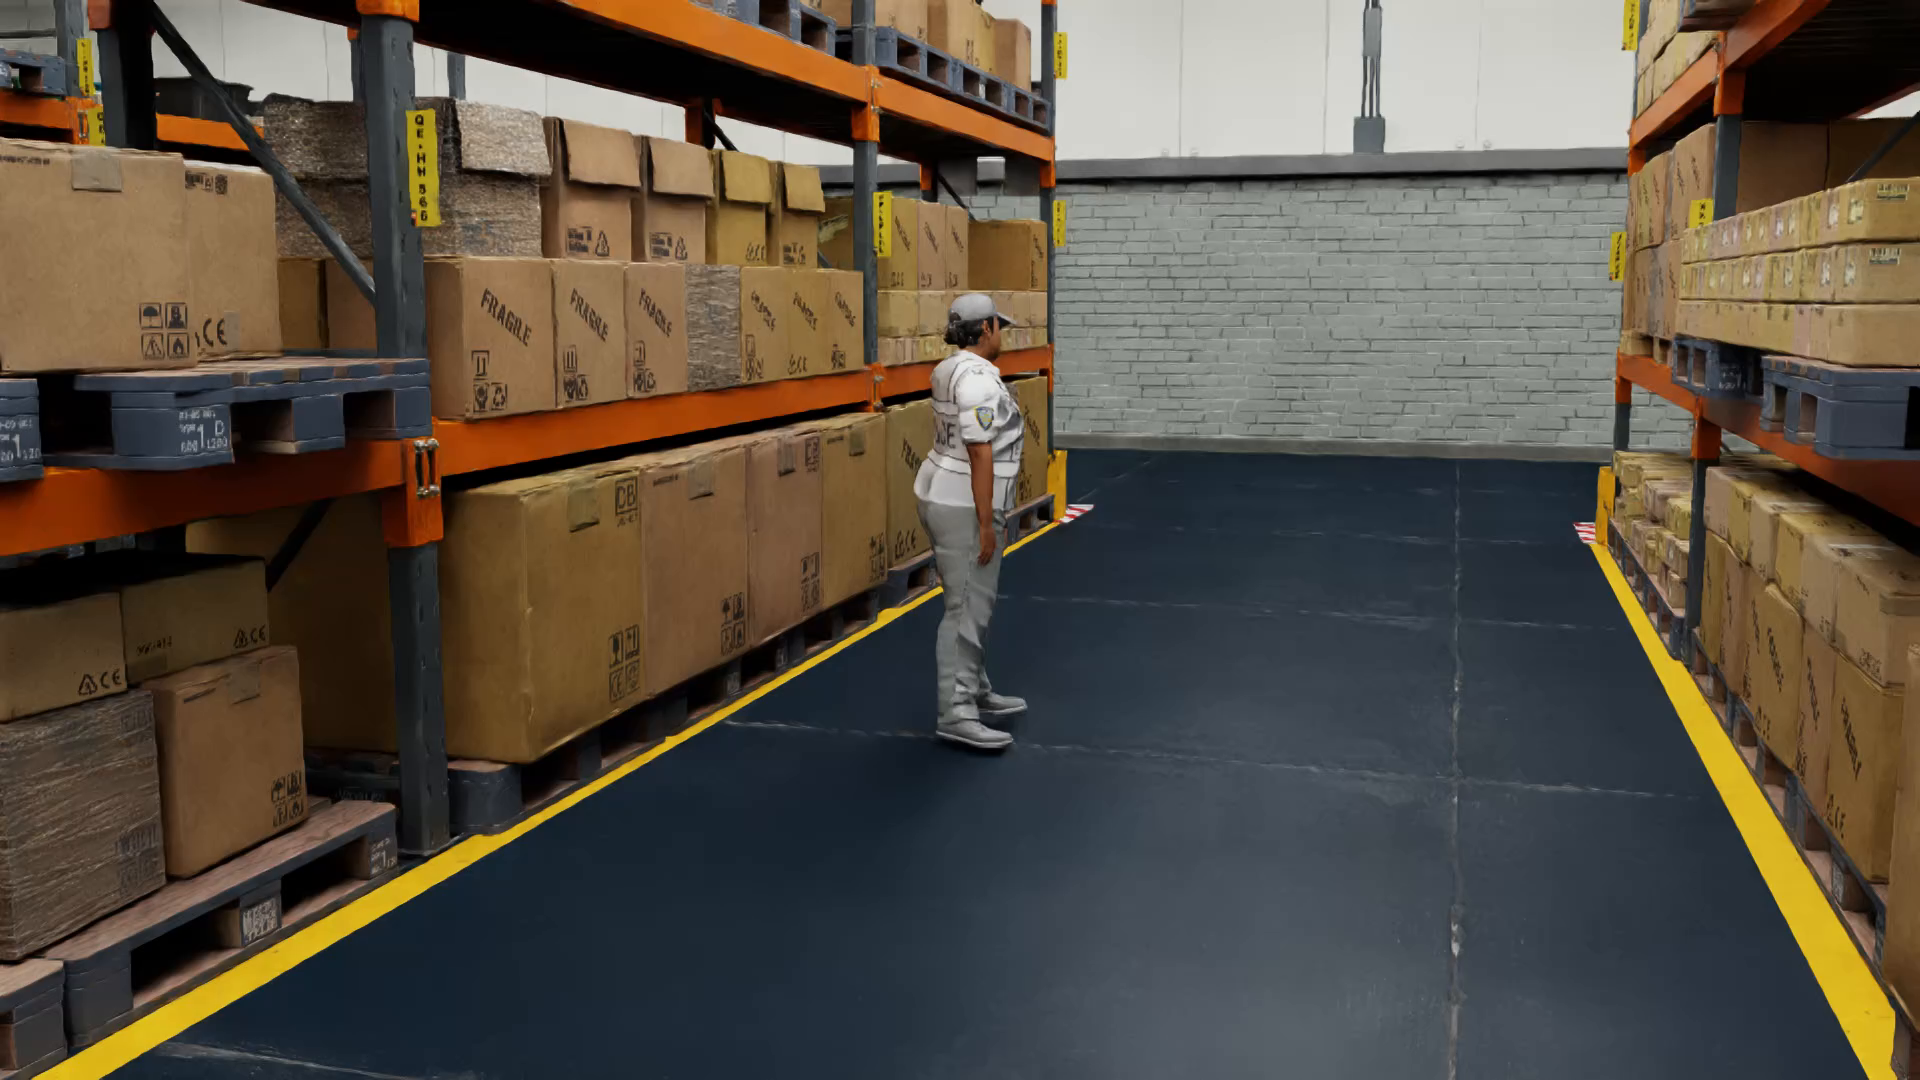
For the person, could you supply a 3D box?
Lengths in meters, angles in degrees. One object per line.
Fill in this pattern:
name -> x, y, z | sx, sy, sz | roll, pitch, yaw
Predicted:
person -> 0.070, -0.090, 6.278 | 0.462, 1.673, 0.546 | -2, 9, -12
